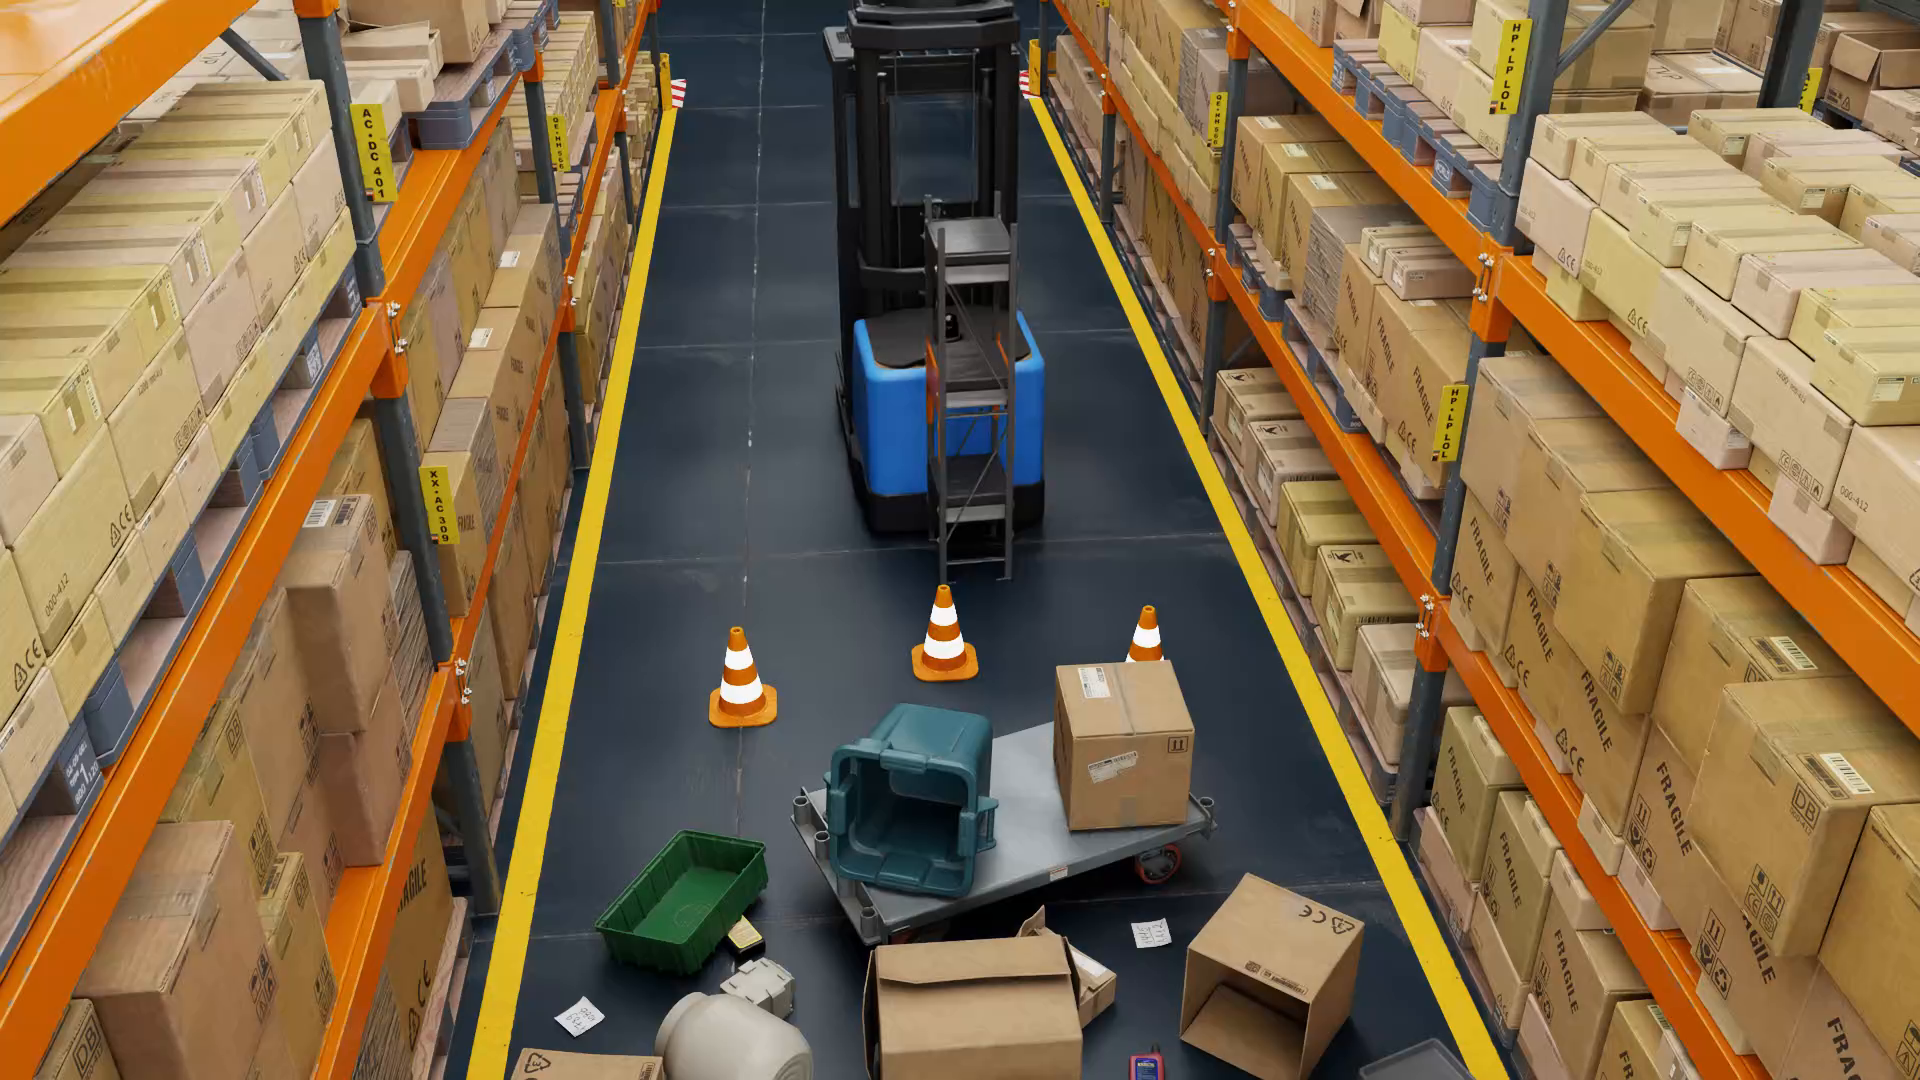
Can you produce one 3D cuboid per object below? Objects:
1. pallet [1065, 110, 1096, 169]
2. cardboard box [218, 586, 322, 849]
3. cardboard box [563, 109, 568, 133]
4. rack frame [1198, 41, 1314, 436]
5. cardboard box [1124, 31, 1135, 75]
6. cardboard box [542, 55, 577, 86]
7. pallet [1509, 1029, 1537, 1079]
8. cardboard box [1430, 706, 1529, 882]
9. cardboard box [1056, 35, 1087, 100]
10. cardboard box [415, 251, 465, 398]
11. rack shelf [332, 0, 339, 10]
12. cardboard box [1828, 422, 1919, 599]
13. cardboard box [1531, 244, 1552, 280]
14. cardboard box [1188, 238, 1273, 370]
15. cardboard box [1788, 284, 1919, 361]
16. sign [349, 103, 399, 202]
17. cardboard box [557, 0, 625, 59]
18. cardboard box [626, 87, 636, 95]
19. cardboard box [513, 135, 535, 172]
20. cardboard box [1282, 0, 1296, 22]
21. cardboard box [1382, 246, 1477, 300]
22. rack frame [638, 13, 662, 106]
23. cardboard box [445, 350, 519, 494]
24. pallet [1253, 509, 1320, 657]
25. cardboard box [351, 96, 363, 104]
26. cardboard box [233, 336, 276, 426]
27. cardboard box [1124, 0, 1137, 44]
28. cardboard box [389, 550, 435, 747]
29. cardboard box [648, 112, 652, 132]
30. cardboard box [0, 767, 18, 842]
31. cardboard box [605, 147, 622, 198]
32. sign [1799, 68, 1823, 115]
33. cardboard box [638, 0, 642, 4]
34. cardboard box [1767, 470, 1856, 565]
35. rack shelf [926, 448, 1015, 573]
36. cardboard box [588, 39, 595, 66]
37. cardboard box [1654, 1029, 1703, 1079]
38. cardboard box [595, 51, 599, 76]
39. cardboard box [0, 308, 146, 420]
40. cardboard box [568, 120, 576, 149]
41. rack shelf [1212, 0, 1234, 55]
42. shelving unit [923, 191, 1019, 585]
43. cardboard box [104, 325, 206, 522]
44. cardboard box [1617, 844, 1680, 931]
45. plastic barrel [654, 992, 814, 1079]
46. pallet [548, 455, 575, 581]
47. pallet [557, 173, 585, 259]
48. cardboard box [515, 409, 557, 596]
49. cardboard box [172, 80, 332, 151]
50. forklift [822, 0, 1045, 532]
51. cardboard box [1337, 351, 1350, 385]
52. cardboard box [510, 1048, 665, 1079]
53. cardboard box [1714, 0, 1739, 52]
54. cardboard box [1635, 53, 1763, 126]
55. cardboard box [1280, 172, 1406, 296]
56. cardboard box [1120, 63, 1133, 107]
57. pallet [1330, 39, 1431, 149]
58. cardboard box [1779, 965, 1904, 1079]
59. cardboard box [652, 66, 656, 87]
[{"bbox_3d":[1.595,-3.885,16.049,1.003,0.211,1.213,-3,31,-5],"label":"pallet"},{"bbox_3d":[-2.385,0.527,4.744,0.875,0.550,0.550,-3,31,-5],"label":"cardboard box"},{"bbox_3d":[-2.787,-2.722,10.928,0.380,0.149,0.250,-3,31,-5],"label":"cardboard box"},{"bbox_3d":[2.079,-2.024,10.213,1.000,3.000,0.127,-3,31,-5],"label":"rack frame"},{"bbox_3d":[1.542,-3.713,12.700,0.500,0.250,0.500,-2,31,-4],"label":"cardboard box"},{"bbox_3d":[-2.861,-3.244,11.512,0.380,0.149,0.250,-4,31,-7],"label":"cardboard box"},{"bbox_3d":[2.668,2.181,5.893,1.003,0.211,1.213,-3,31,-5],"label":"pallet"},{"bbox_3d":[2.239,1.011,6.673,0.500,0.500,0.500,-1,31,-2],"label":"cardboard box"},{"bbox_3d":[1.493,-4.857,17.045,0.875,0.438,0.875,-4,31,-6],"label":"cardboard box"},{"bbox_3d":[-2.615,-0.939,7.324,0.700,0.500,0.500,-3,31,-4],"label":"cardboard box"},{"bbox_3d":[-2.653,-2.809,6.769,1.077,0.370,4.000,-3,31,-5],"label":"rack shelf"},{"bbox_3d":[2.411,-0.061,3.857,0.500,0.250,0.500,-2,31,-3],"label":"cardboard box"},{"bbox_3d":[2.236,-0.989,5.800,0.380,0.149,0.250,-3,31,-5],"label":"cardboard box"},{"bbox_3d":[2.097,-1.649,11.248,0.875,0.875,0.875,-3,31,-5],"label":"cardboard box"},{"bbox_3d":[2.385,-0.538,4.267,0.380,0.149,0.250,-2,31,-4],"label":"cardboard box"},{"bbox_3d":[-1.914,-1.264,5.435,0.100,0.325,0.005,-3,31,-5],"label":"sign"},{"bbox_3d":[-3.009,-4.213,13.491,0.500,0.500,0.500,-3,31,-5],"label":"cardboard box"},{"bbox_3d":[-3.213,-4.106,15.490,0.380,0.149,0.250,-4,31,-6],"label":"cardboard box"},{"bbox_3d":[-2.691,-2.311,9.948,0.380,0.149,0.250,-3,31,-5],"label":"cardboard box"},{"bbox_3d":[1.963,-2.955,8.978,0.396,0.266,0.258,-3,31,-5],"label":"cardboard box"},{"bbox_3d":[2.107,-1.187,7.383,0.380,0.149,0.250,-4,31,-6],"label":"cardboard box"},{"bbox_3d":[-3.587,-5.820,16.568,1.000,3.000,0.127,-3,31,-5],"label":"rack frame"},{"bbox_3d":[-2.339,-0.530,7.615,0.500,0.500,0.500,-3,31,-5],"label":"cardboard box"},{"bbox_3d":[2.261,0.194,9.220,1.003,0.211,1.213,-3,31,-5],"label":"pallet"},{"bbox_3d":[-2.274,-1.466,5.979,0.258,0.266,0.396,-3,31,-5],"label":"cardboard box"},{"bbox_3d":[-2.019,-0.407,4.319,0.380,0.149,0.250,-2,31,-4],"label":"cardboard box"},{"bbox_3d":[1.535,-4.042,12.519,0.500,0.500,0.500,-3,31,-5],"label":"cardboard box"},{"bbox_3d":[-2.420,0.430,5.958,0.875,0.550,0.550,-3,31,-5],"label":"cardboard box"},{"bbox_3d":[-3.144,-3.999,15.891,0.380,0.149,0.250,-4,31,-7],"label":"cardboard box"},{"bbox_3d":[-1.853,0.498,2.804,0.380,0.149,0.250,-3,31,-4],"label":"cardboard box"},{"bbox_3d":[-2.892,-2.838,12.874,0.500,0.250,0.500,-4,31,-6],"label":"cardboard box"},{"bbox_3d":[2.992,-1.521,5.943,0.100,0.325,0.005,-3,31,-5],"label":"sign"},{"bbox_3d":[-3.204,-5.174,15.731,0.380,0.149,0.250,-2,31,-3],"label":"cardboard box"},{"bbox_3d":[2.327,-0.070,4.262,0.380,0.149,0.250,-3,31,-5],"label":"cardboard box"},{"bbox_3d":[0.052,-0.174,9.385,0.431,0.518,0.480,-4,31,-7],"label":"rack shelf"},{"bbox_3d":[-2.954,-3.649,12.480,0.380,0.149,0.250,-3,31,-4],"label":"cardboard box"},{"bbox_3d":[2.348,1.616,5.027,0.380,0.149,0.250,-1,31,-2],"label":"cardboard box"},{"bbox_3d":[-2.979,-3.657,12.782,0.380,0.149,0.250,-3,31,-6],"label":"cardboard box"},{"bbox_3d":[-1.949,-0.362,3.465,0.380,0.149,0.250,-2,31,-4],"label":"cardboard box"},{"bbox_3d":[-2.807,-2.723,11.218,0.380,0.149,0.250,-2,31,-4],"label":"cardboard box"},{"bbox_3d":[1.892,-4.024,11.338,1.077,0.370,4.000,-3,31,-5],"label":"rack shelf"},{"bbox_3d":[0.052,-0.787,9.019,0.431,2.100,0.503,-4,31,-7],"label":"shelving unit"},{"bbox_3d":[-2.024,-0.257,3.679,0.500,0.250,0.500,-3,31,-5],"label":"cardboard box"},{"bbox_3d":[2.324,1.083,5.256,0.380,0.149,0.250,-3,31,-5],"label":"cardboard box"},{"bbox_3d":[-0.833,1.919,6.125,0.512,0.421,0.421,20,36,29],"label":"plastic barrel"},{"bbox_3d":[-2.841,-0.132,9.765,1.003,0.211,1.213,-3,31,-5],"label":"pallet"},{"bbox_3d":[-3.013,-2.012,10.380,1.213,0.211,1.003,-3,31,-5],"label":"pallet"},{"bbox_3d":[-2.787,-0.188,8.924,1.050,0.750,0.750,-2,31,-4],"label":"cardboard box"},{"bbox_3d":[-2.115,-1.267,4.981,0.380,0.149,0.250,-3,31,-5],"label":"cardboard box"},{"bbox_3d":[-0.234,-2.044,10.314,1.130,2.935,3.031,-4,31,-7],"label":"forklift"},{"bbox_3d":[2.049,-0.825,8.042,0.380,0.149,0.250,-3,31,-5],"label":"cardboard box"},{"bbox_3d":[-1.299,2.122,5.707,0.500,0.500,0.500,2,31,4],"label":"cardboard box"},{"bbox_3d":[6.469,-4.271,13.469,0.700,0.500,0.500,-2,31,-3],"label":"cardboard box"},{"bbox_3d":[2.797,-1.703,6.488,0.500,0.250,0.500,-4,31,-6],"label":"cardboard box"},{"bbox_3d":[2.003,-1.598,8.702,0.500,0.500,0.500,-2,31,-4],"label":"cardboard box"},{"bbox_3d":[1.533,-3.500,12.831,0.500,0.250,0.500,-3,31,-6],"label":"cardboard box"},{"bbox_3d":[2.401,-2.039,7.496,1.213,0.211,1.003,-3,31,-5],"label":"pallet"},{"bbox_3d":[2.459,1.370,4.144,0.500,0.500,0.500,-3,31,-4],"label":"cardboard box"},{"bbox_3d":[-3.254,-4.648,16.687,0.380,0.149,0.250,-4,31,-6],"label":"cardboard box"}]
